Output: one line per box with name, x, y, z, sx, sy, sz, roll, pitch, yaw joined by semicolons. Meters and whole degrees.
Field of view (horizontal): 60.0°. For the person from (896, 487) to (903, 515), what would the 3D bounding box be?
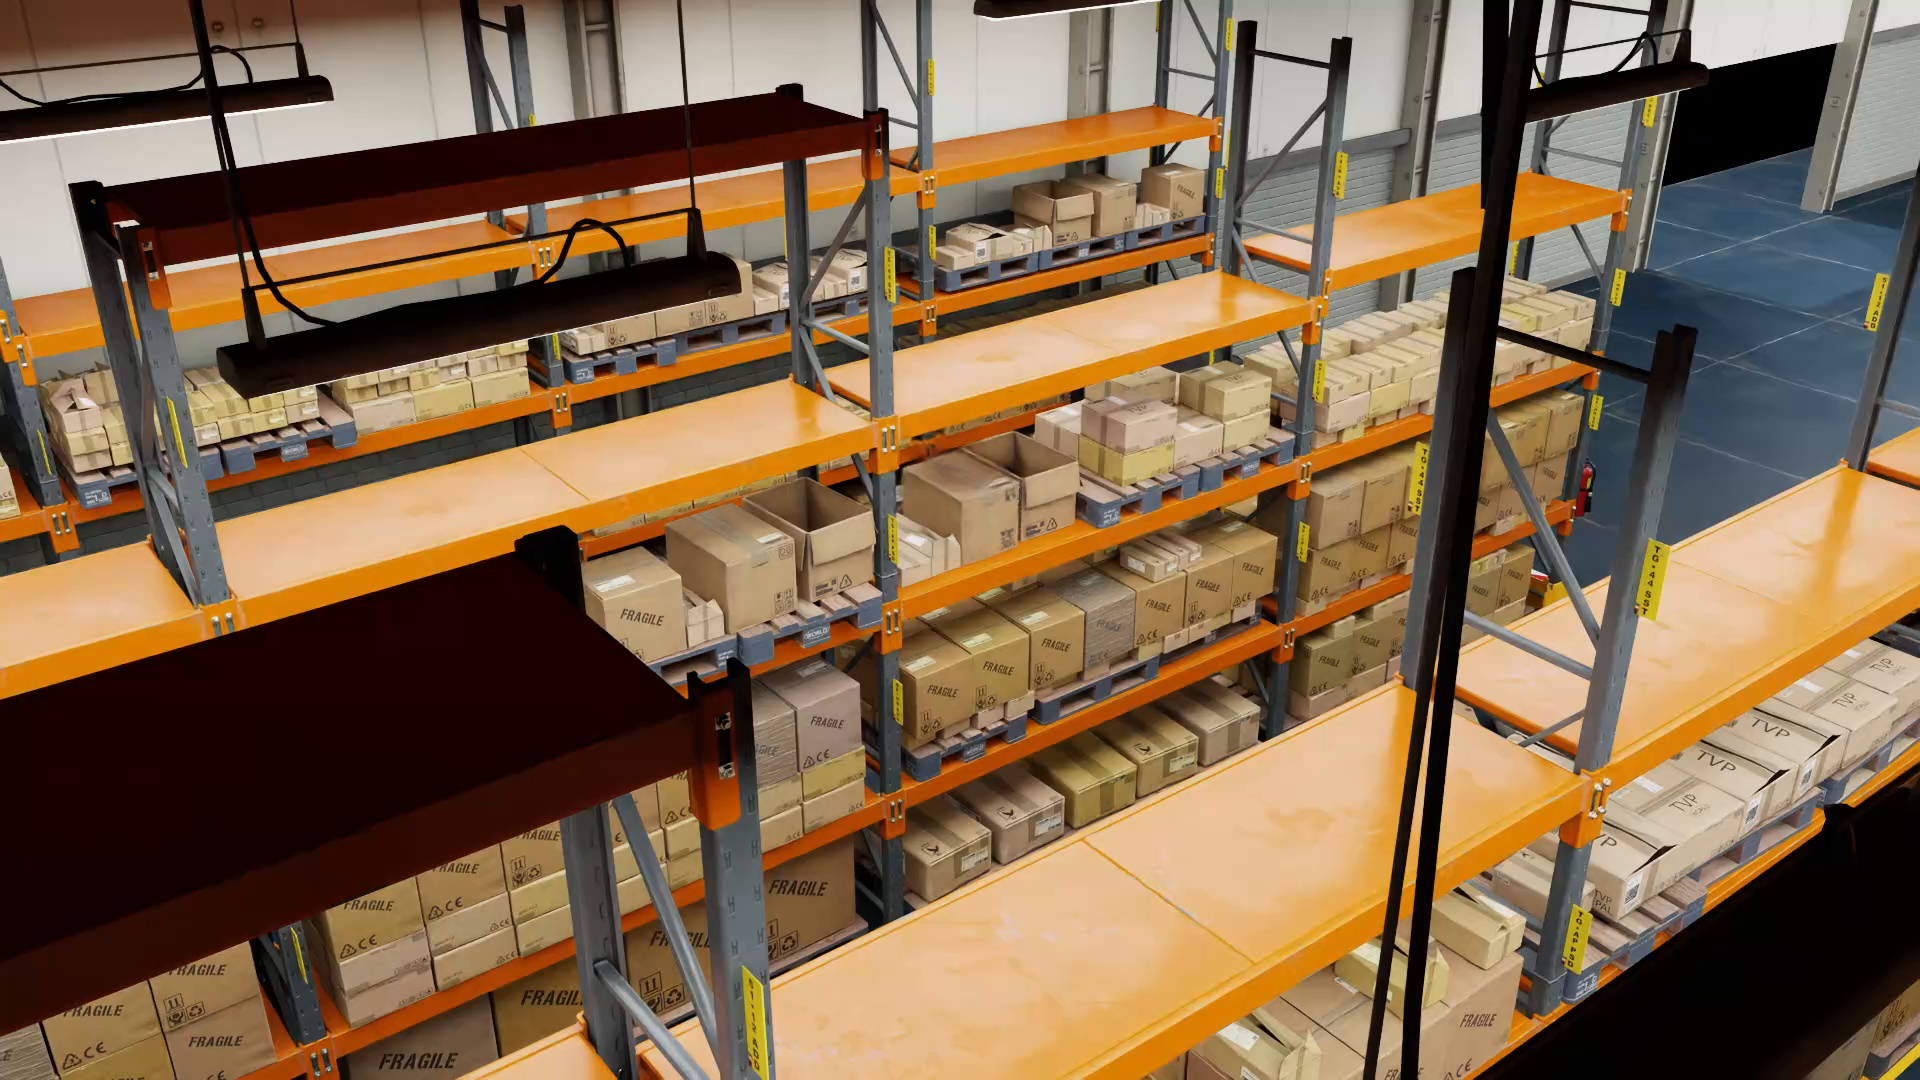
person;-0.510;0.301;15.555;0.547;1.825;0.609;22;33;37
